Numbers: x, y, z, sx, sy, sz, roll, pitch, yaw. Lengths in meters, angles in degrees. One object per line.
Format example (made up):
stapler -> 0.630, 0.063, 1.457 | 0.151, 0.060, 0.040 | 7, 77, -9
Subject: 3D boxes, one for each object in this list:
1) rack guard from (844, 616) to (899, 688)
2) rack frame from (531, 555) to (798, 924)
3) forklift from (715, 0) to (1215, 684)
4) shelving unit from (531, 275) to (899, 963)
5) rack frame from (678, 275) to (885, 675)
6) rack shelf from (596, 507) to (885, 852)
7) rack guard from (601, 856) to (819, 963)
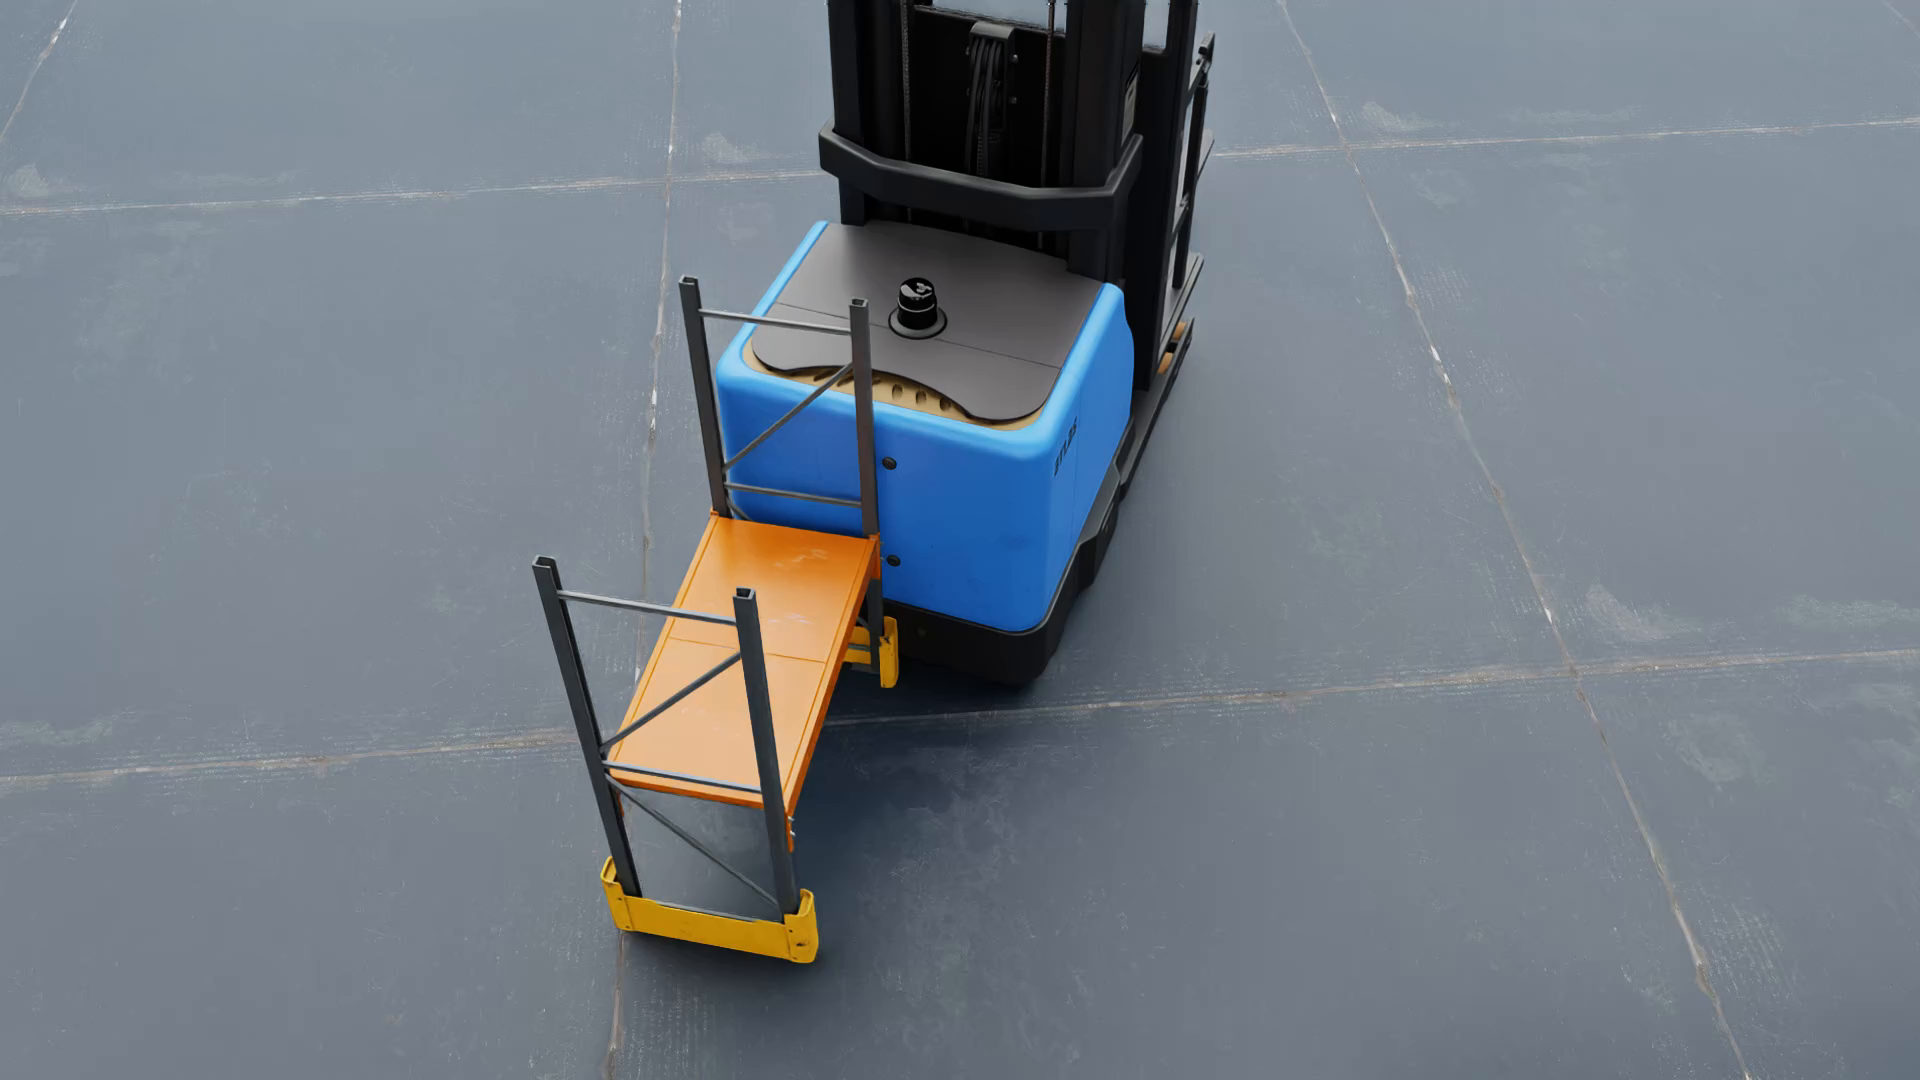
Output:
rack guard -> -0.488, 0.316, 5.278 | 0.587, 0.250, 0.087 | 9, 47, 8
rack frame -> -0.689, 0.596, 4.153 | 0.500, 1.500, 0.032 | 9, 47, 8
forklift -> 0.253, -1.646, 5.290 | 1.130, 2.935, 3.031 | 15, 48, 13
shelving unit -> -0.588, 0.241, 4.489 | 0.587, 1.500, 1.083 | 9, 47, 8
rack frame -> -0.484, -0.127, 4.838 | 0.500, 1.500, 0.032 | 9, 47, 8
rack shelf -> -0.587, 0.358, 4.626 | 0.538, 0.185, 1.000 | 9, 47, 8
rack guard -> -0.689, 1.024, 4.608 | 0.587, 0.250, 0.087 | 9, 47, 8
